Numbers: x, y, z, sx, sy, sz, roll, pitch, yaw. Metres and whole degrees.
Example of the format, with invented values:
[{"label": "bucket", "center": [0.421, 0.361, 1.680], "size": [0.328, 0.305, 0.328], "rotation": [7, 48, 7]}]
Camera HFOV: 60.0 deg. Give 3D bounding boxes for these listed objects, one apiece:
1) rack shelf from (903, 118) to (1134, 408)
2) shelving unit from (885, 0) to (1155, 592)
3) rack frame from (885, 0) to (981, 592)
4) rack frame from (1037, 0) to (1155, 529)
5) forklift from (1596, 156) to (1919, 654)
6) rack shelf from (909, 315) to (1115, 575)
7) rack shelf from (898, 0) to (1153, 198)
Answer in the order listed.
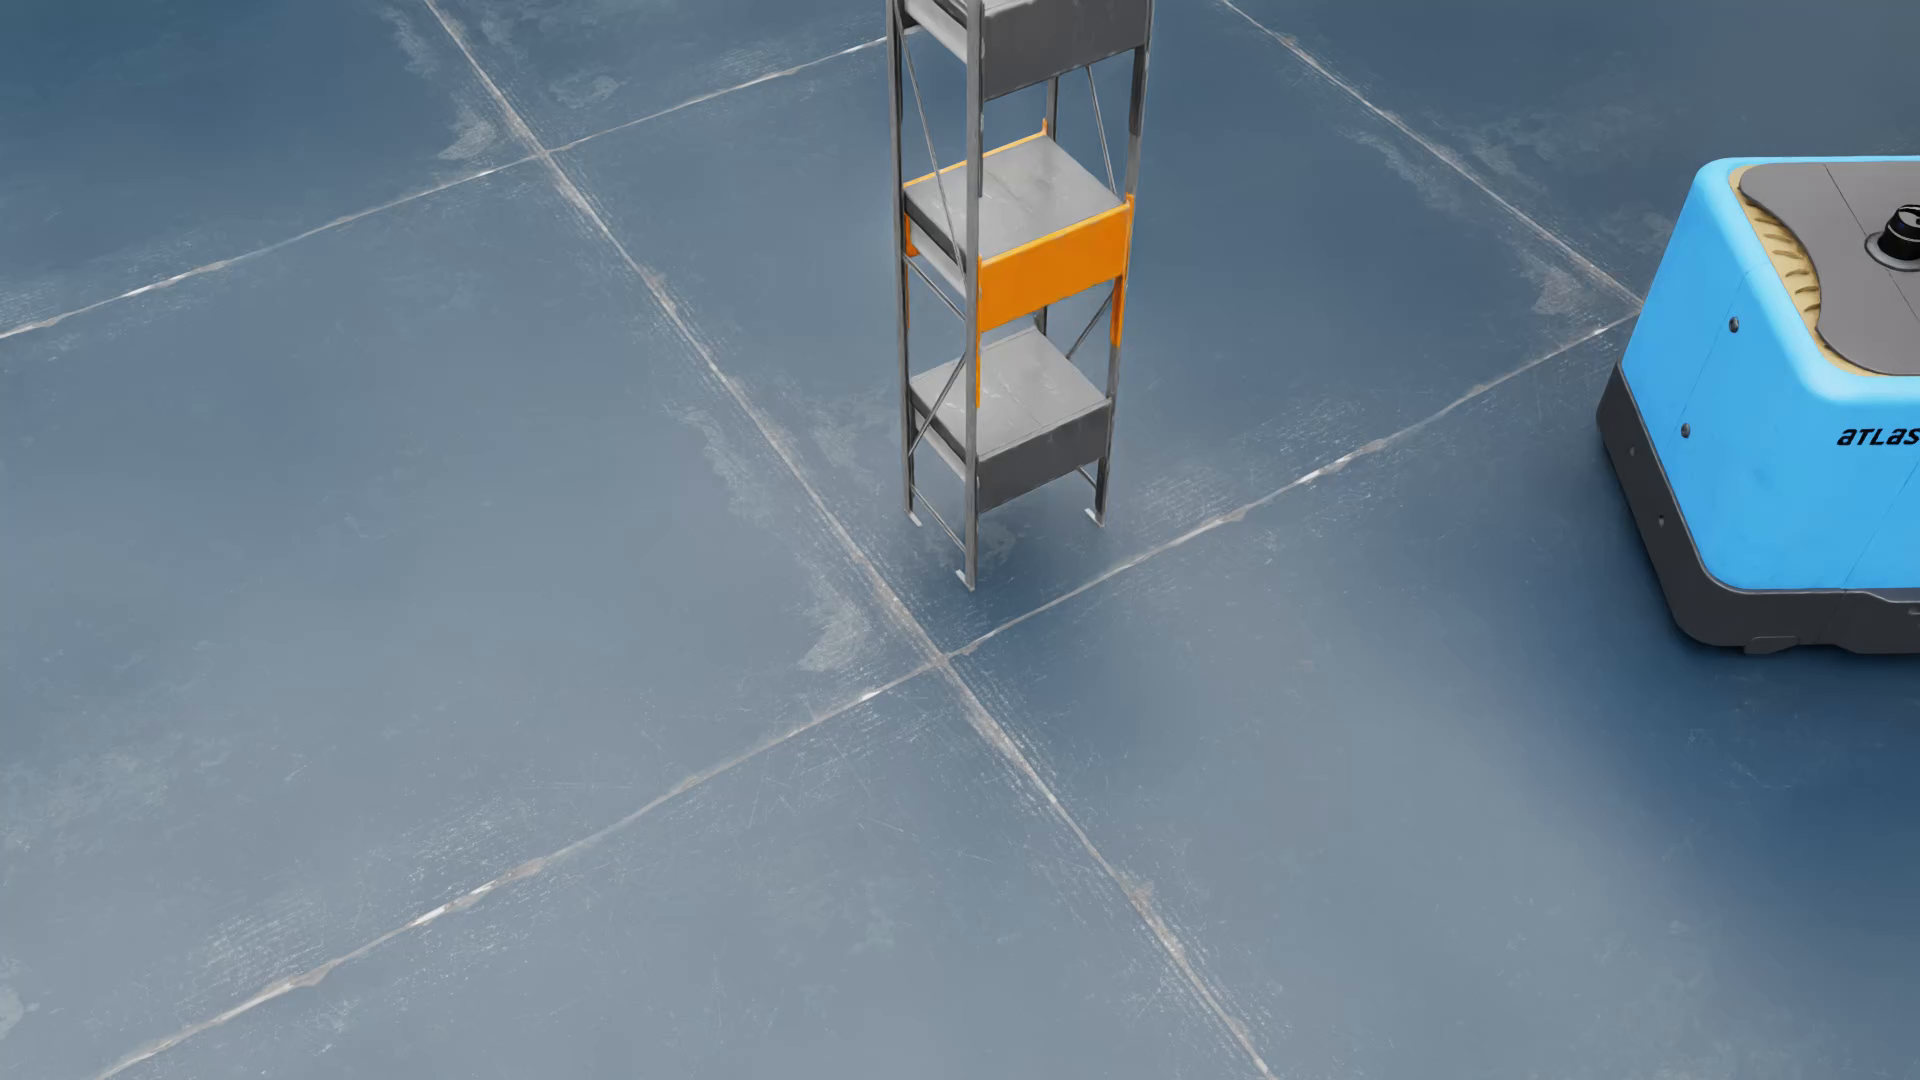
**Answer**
[{"label": "rack shelf", "center": [0.140, -0.755, 4.535], "size": [0.480, 0.518, 0.431], "rotation": [-25, 53, -21]}, {"label": "shelving unit", "center": [0.140, -0.764, 4.525], "size": [0.503, 2.100, 0.431], "rotation": [-25, 53, -21]}, {"label": "rack frame", "center": [-0.066, -0.667, 4.438], "size": [0.015, 2.100, 0.400], "rotation": [-25, 53, -21]}, {"label": "rack frame", "center": [0.346, -0.861, 4.611], "size": [0.015, 2.100, 0.400], "rotation": [-25, 53, -21]}, {"label": "forklift", "center": [3.630, -1.028, 4.203], "size": [3.031, 2.935, 1.130], "rotation": [-1, 48, -1]}, {"label": "rack shelf", "center": [0.140, -0.290, 5.058], "size": [0.480, 0.518, 0.431], "rotation": [-25, 53, -21]}, {"label": "rack shelf", "center": [0.140, -1.221, 4.012], "size": [0.480, 0.518, 0.431], "rotation": [-25, 53, -21]}]
